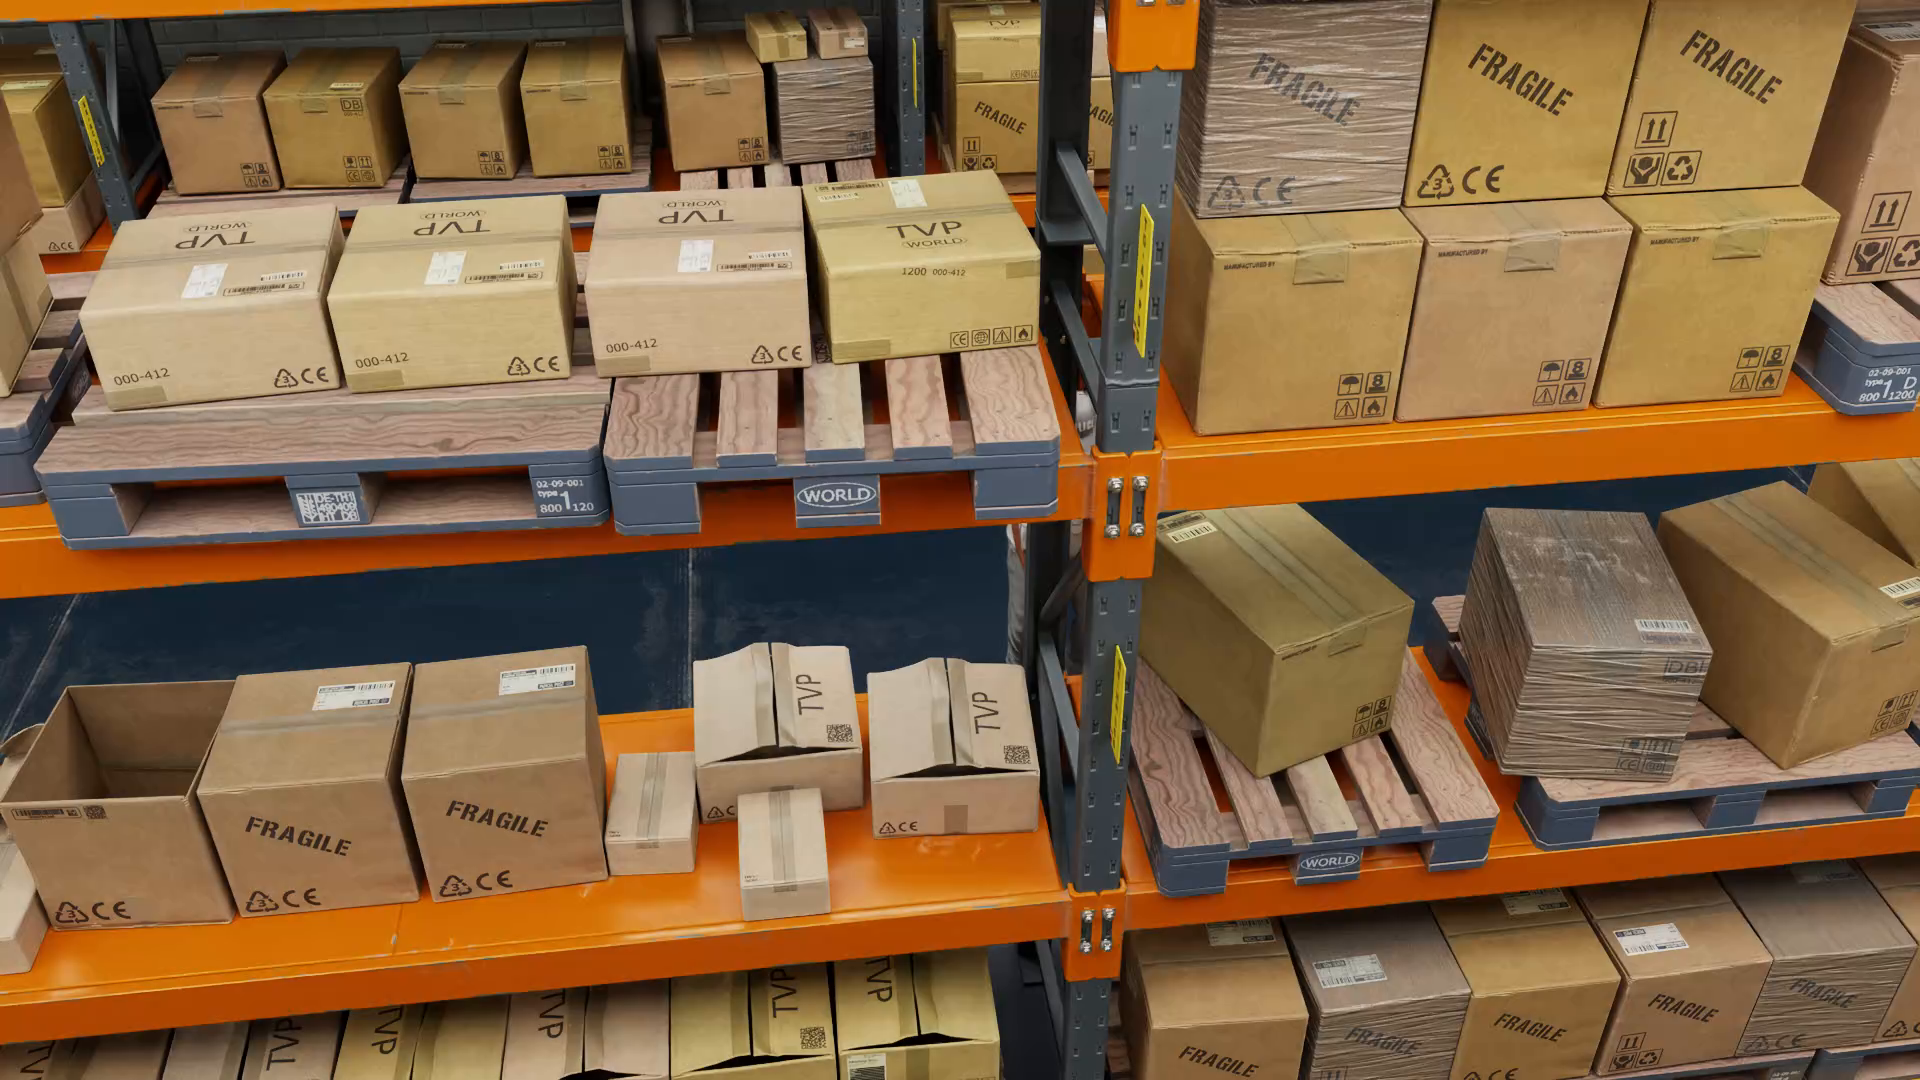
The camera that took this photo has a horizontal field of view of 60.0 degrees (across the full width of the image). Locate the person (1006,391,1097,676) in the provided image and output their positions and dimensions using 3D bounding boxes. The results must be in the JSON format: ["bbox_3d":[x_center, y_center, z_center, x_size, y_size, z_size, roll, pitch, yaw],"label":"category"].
[{"bbox_3d":[0.446,0.035,7.144,0.496,1.620,0.479,-4,35,-5],"label":"person"}]
